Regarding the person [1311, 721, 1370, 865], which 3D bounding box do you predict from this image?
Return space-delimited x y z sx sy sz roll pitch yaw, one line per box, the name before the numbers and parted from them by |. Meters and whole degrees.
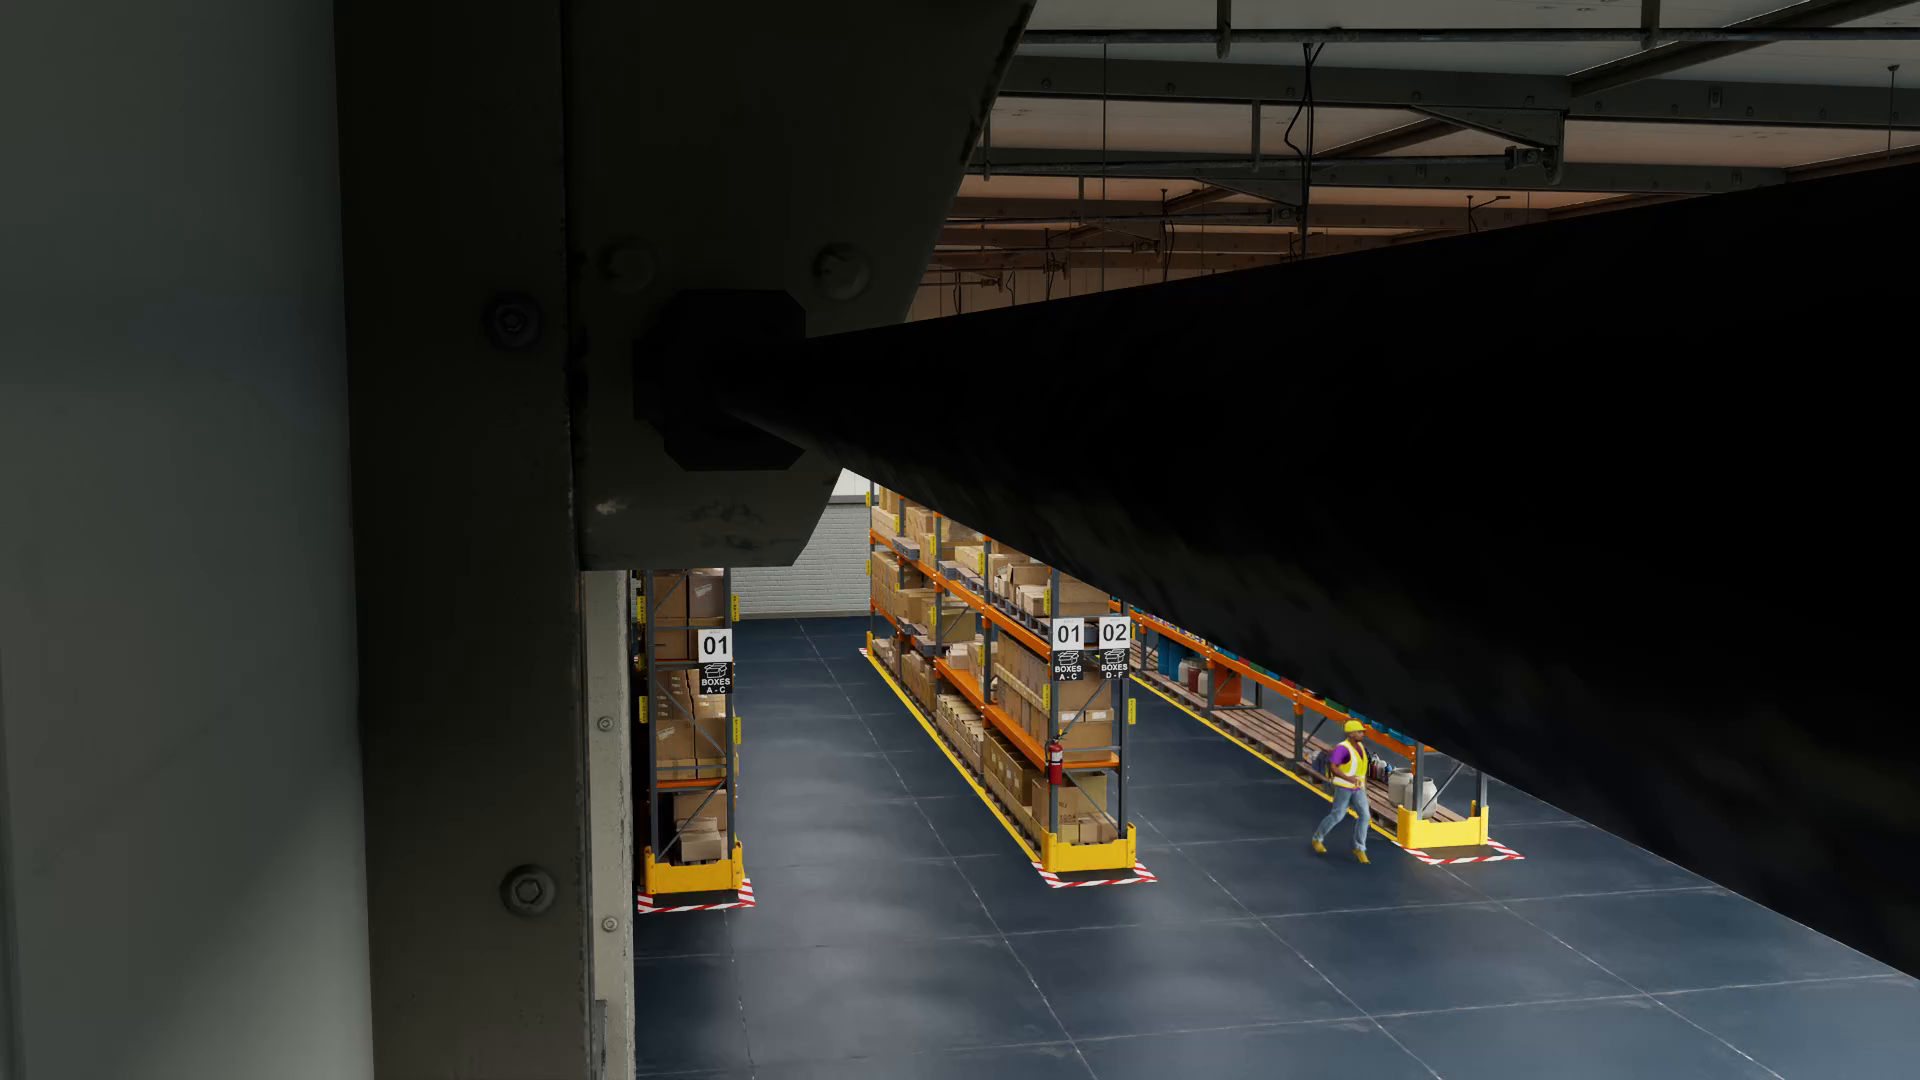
person | 5.051 3.223 21.487 0.758 1.785 0.835 -5 8 -39
